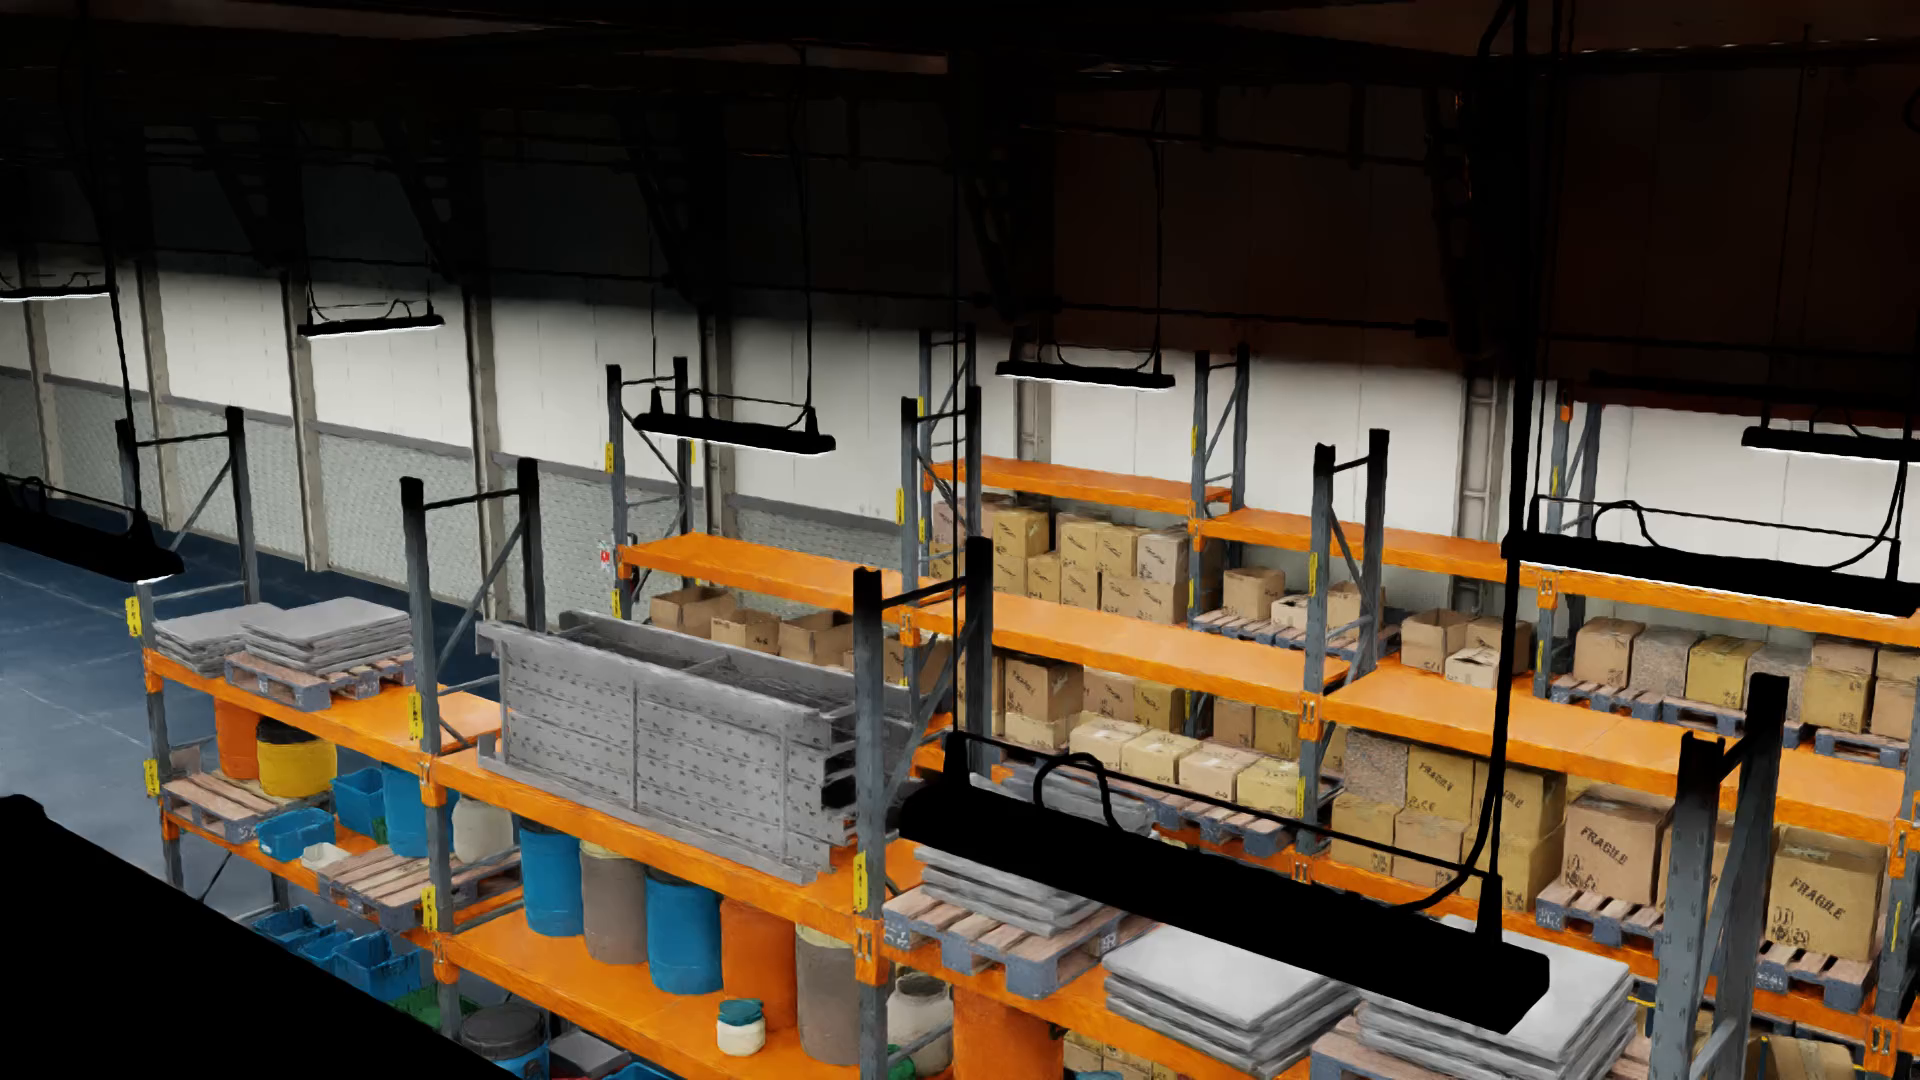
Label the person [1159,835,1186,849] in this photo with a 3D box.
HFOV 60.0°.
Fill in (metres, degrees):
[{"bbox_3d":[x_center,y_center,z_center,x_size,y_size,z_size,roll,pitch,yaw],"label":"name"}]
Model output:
[{"bbox_3d":[2.085,3.539,16.903,1.019,1.612,0.456,10,16,37],"label":"person"}]
